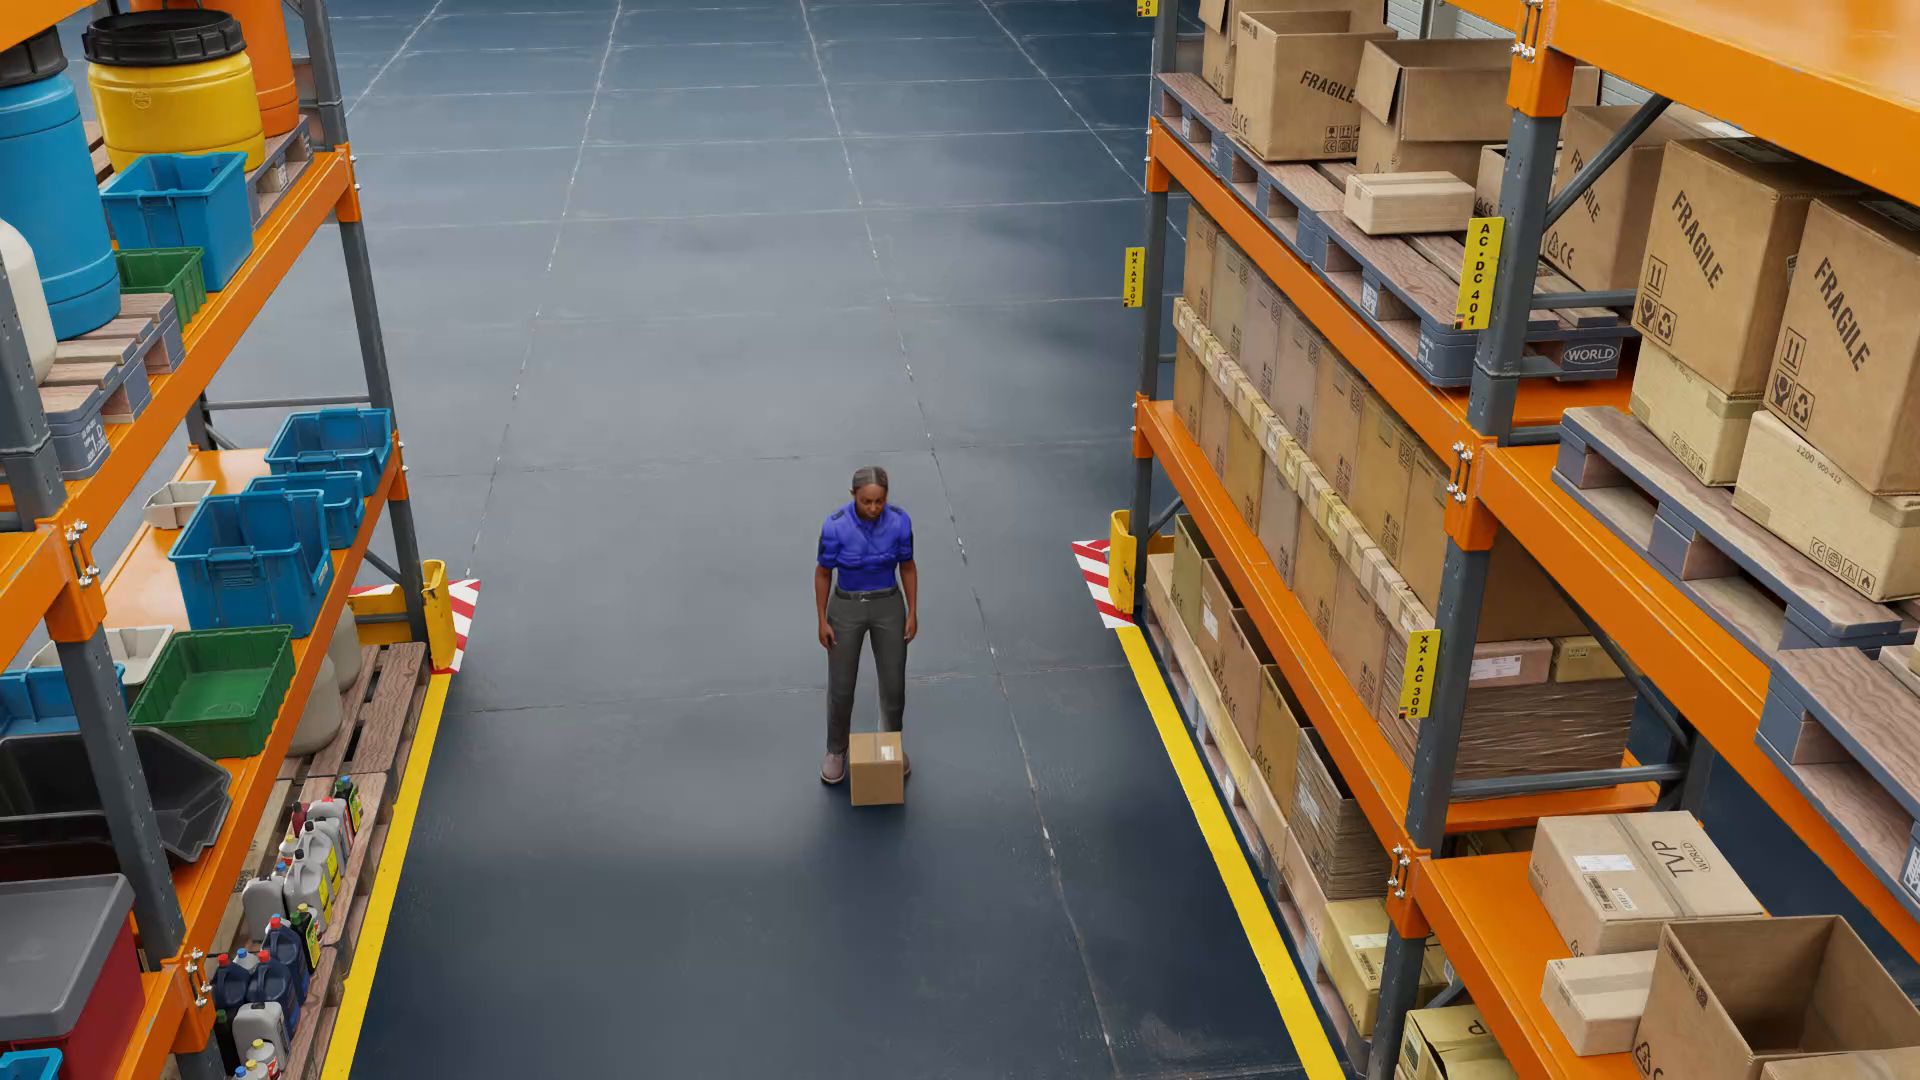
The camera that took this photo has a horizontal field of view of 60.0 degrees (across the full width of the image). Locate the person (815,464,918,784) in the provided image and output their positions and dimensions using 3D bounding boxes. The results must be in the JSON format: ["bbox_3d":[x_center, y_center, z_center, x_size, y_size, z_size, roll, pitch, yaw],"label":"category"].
[{"bbox_3d":[-0.447,0.372,7.905,0.514,1.653,0.349,-5,28,-9],"label":"person"}]
